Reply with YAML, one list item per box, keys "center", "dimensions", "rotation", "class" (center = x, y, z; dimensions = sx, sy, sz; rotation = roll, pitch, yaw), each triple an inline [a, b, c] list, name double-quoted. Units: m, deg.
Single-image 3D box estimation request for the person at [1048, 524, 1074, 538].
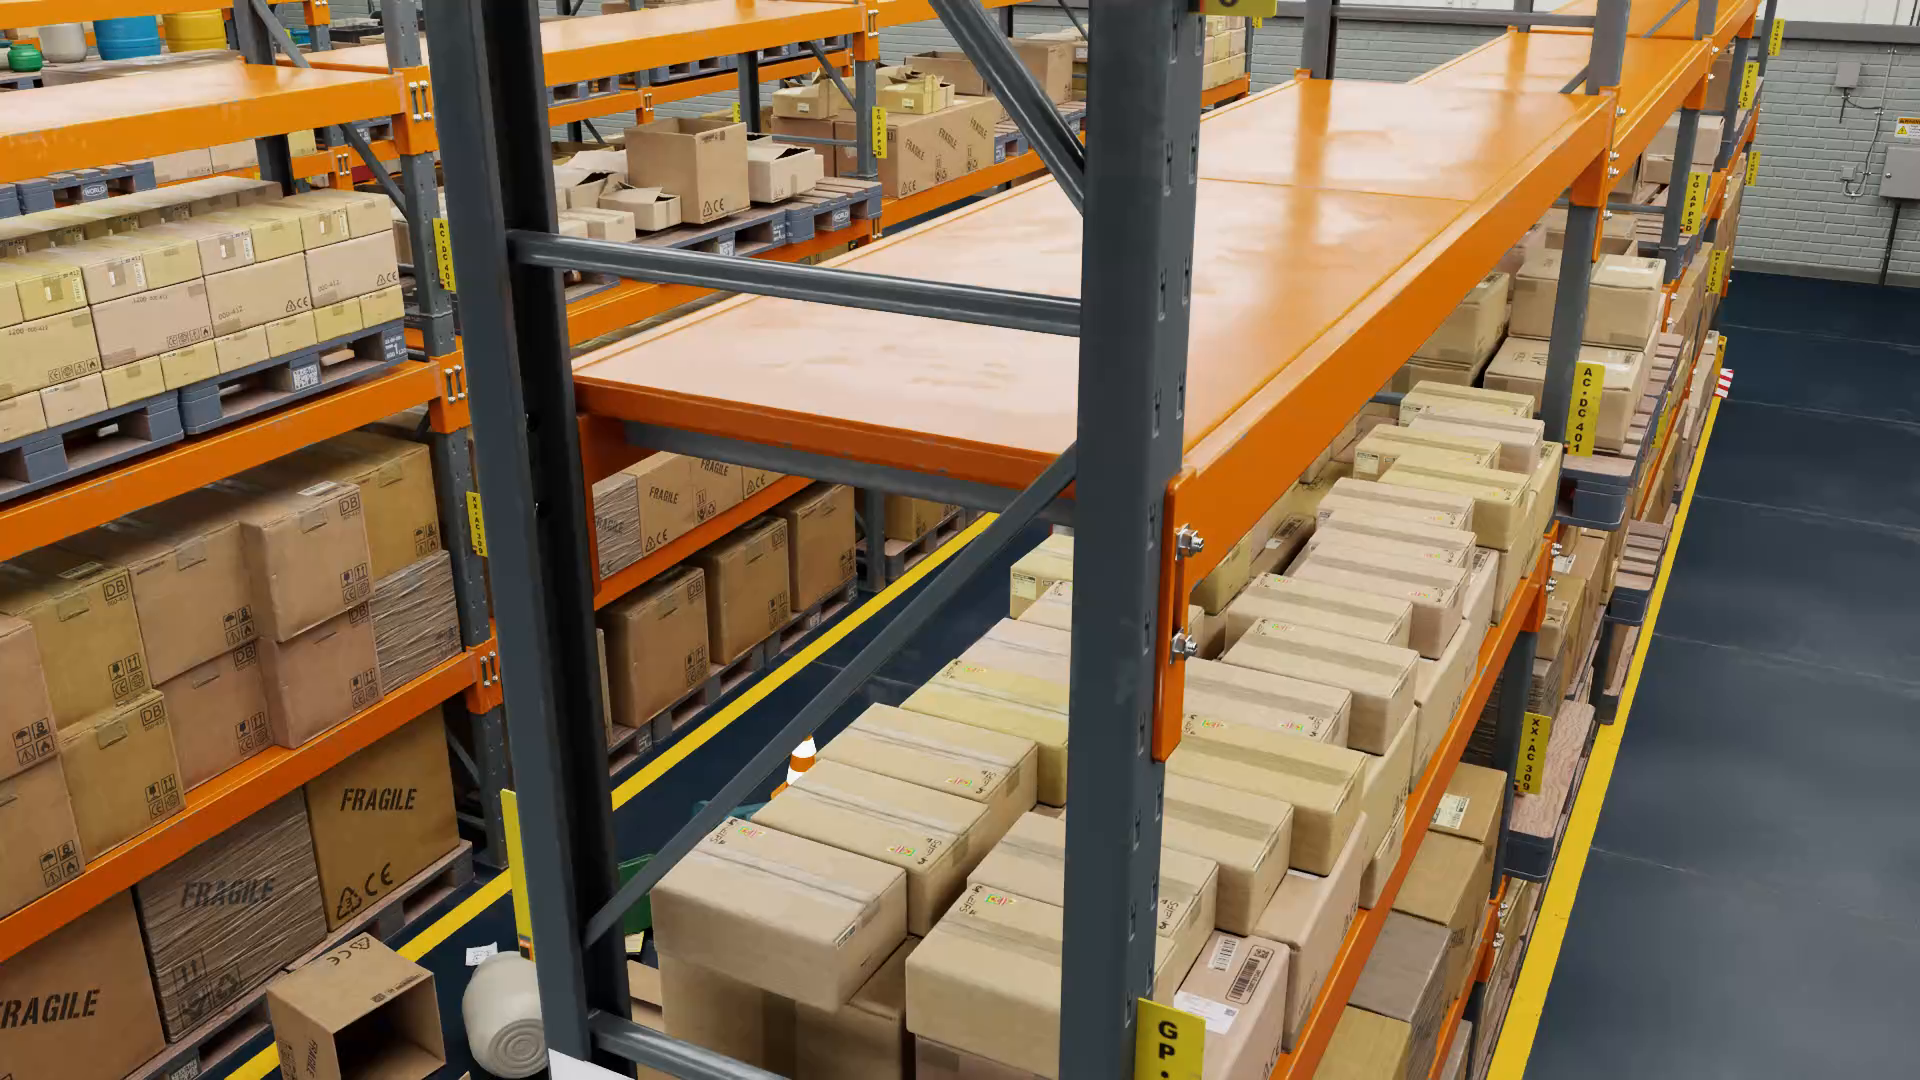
- center: [0.759, 0.253, 10.127]
  dimensions: [0.452, 1.778, 0.607]
  rotation: [11, 25, 25]
  class: "person"
